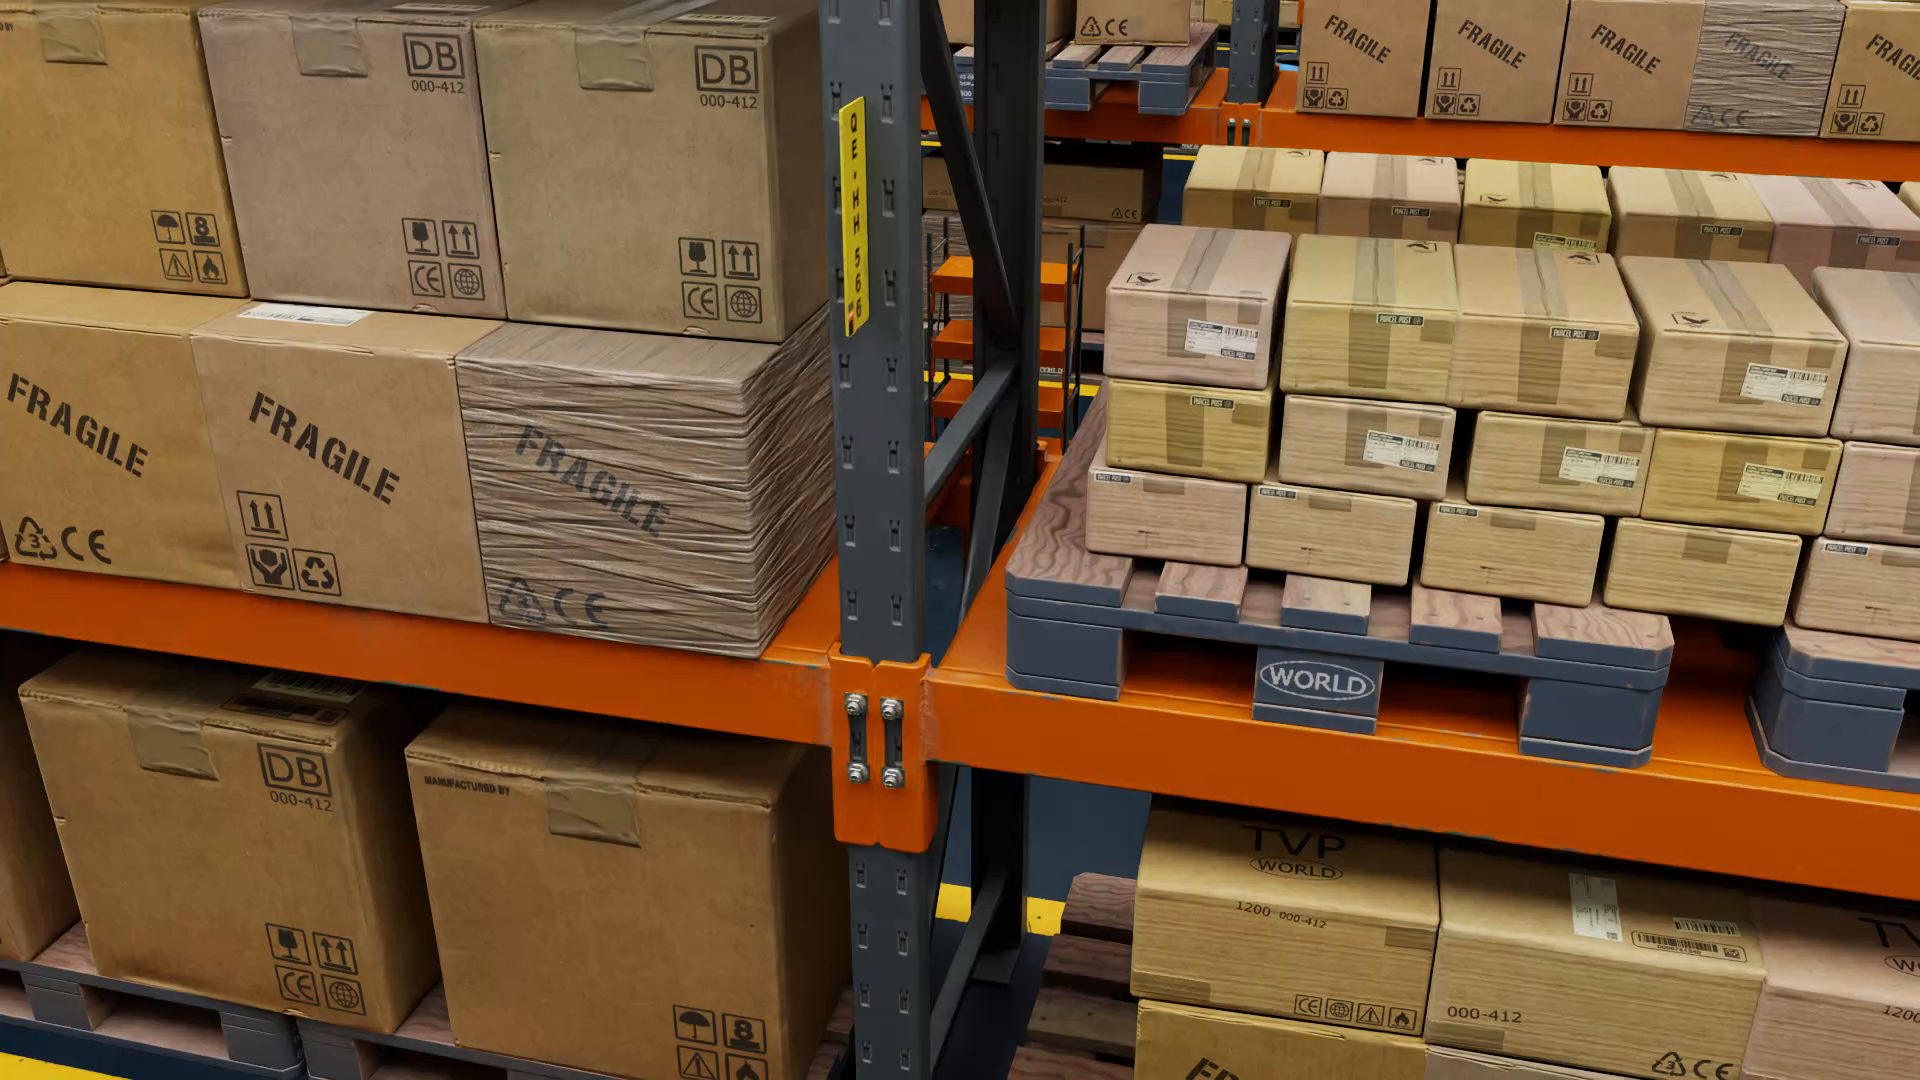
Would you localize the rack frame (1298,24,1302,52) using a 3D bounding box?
[{"bbox_3d":[2.551,-4.285,11.760,0.127,3.000,1.000,6,26,13],"label":"rack frame"}]

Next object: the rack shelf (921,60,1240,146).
[{"bbox_3d":[-0.619,-2.112,8.033,4.000,0.370,1.077,6,26,13],"label":"rack shelf"}]

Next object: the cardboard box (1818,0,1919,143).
[{"bbox_3d":[3.686,-1.885,6.603,0.500,0.500,0.500,6,26,12],"label":"cardboard box"}]

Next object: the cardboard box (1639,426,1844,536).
[{"bbox_3d":[1.170,-0.161,2.557,0.250,0.149,0.380,6,26,13],"label":"cardboard box"}]

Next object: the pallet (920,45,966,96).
[{"bbox_3d":[-0.609,-2.331,7.880,1.213,0.211,1.003,6,26,13],"label":"pallet"}]

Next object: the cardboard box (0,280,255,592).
[{"bbox_3d":[-1.485,-0.258,3.185,0.500,0.500,0.500,6,26,12],"label":"cardboard box"}]

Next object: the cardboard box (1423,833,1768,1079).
[{"bbox_3d":[1.083,0.661,2.920,0.500,0.250,0.500,6,26,12],"label":"cardboard box"}]

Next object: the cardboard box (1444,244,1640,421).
[{"bbox_3d":[0.881,-0.327,2.560,0.250,0.149,0.380,6,26,13],"label":"cardboard box"}]

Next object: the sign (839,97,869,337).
[{"bbox_3d":[-0.150,-0.460,2.380,0.005,0.325,0.100,6,26,13],"label":"sign"}]

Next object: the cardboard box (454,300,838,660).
[{"bbox_3d":[-0.518,-0.150,2.960,0.500,0.500,0.500,6,26,13],"label":"cardboard box"}]

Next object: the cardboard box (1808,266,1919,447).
[{"bbox_3d":[1.400,-0.271,2.441,0.250,0.149,0.380,8,26,15],"label":"cardboard box"}]

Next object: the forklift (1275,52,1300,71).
[{"bbox_3d":[3.066,-3.397,9.976,3.031,2.935,1.130,-23,34,-39],"label":"forklift"}]

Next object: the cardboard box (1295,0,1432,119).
[{"bbox_3d":[1.721,-2.102,7.060,0.500,0.500,0.500,7,26,15],"label":"cardboard box"}]

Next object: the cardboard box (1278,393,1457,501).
[{"bbox_3d":[0.666,-0.216,2.671,0.250,0.149,0.380,8,26,15],"label":"cardboard box"}]

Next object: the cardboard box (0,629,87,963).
[{"bbox_3d":[-2.332,0.363,4.126,0.750,0.750,1.050,6,26,13],"label":"cardboard box"}]

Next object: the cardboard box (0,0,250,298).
[{"bbox_3d":[-1.435,-0.825,3.214,0.500,0.500,0.700,6,26,12],"label":"cardboard box"}]

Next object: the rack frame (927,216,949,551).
[{"bbox_3d":[-0.076,-0.550,6.010,0.015,1.200,0.240,6,26,13],"label":"rack frame"}]

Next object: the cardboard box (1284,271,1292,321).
[{"bbox_3d":[0.577,-0.516,3.301,0.250,0.149,0.380,7,26,14],"label":"cardboard box"}]

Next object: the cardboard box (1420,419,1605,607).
[{"bbox_3d":[0.889,-0.055,2.680,0.250,0.149,0.380,8,27,16],"label":"cardboard box"}]

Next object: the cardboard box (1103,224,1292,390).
[{"bbox_3d":[0.388,-0.383,2.676,0.250,0.149,0.380,6,26,13],"label":"cardboard box"}]

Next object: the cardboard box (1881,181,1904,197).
[{"bbox_3d":[3.701,-1.180,7.223,0.875,0.875,1.225,5,26,11],"label":"cardboard box"}]

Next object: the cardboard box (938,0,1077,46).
[{"bbox_3d":[0.219,-2.517,7.442,0.500,0.500,0.700,10,27,21],"label":"cardboard box"}]

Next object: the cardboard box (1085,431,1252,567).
[{"bbox_3d":[0.368,-0.113,2.801,0.250,0.149,0.380,6,26,12],"label":"cardboard box"}]

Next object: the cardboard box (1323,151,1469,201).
[{"bbox_3d":[1.981,-1.370,7.622,0.875,0.875,1.225,5,26,11],"label":"cardboard box"}]

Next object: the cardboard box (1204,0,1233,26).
[{"bbox_3d":[2.718,-5.303,16.609,0.500,0.250,0.500,6,26,12],"label":"cardboard box"}]

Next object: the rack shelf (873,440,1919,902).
[{"bbox_3d":[1.922,0.370,2.819,4.000,0.370,1.077,6,26,13],"label":"rack shelf"}]

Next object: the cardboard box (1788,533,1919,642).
[{"bbox_3d":[1.409,0.000,2.563,0.250,0.149,0.380,7,26,15],"label":"cardboard box"}]

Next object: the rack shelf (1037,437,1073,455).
[{"bbox_3d":[0.160,-0.284,6.069,0.480,0.148,0.258,6,26,13],"label":"rack shelf"}]

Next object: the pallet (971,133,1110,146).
[{"bbox_3d":[0.633,-3.256,12.844,1.213,0.211,1.003,6,26,13],"label":"pallet"}]

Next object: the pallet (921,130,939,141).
[{"bbox_3d":[-0.552,-3.386,13.116,1.213,0.211,1.003,6,26,13],"label":"pallet"}]

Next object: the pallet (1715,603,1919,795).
[{"bbox_3d":[1.912,0.113,2.746,1.213,0.211,1.003,6,26,13],"label":"pallet"}]

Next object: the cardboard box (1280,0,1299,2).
[{"bbox_3d":[3.220,-5.501,16.373,0.500,0.311,0.500,7,26,14],"label":"cardboard box"}]

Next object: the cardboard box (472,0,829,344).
[{"bbox_3d":[-0.448,-0.717,2.988,0.500,0.500,0.700,6,26,13],"label":"cardboard box"}]

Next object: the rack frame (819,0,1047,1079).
[{"bbox_3d":[-0.015,-0.169,3.115,0.127,3.000,1.000,6,26,13],"label":"rack frame"}]

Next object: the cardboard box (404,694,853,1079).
[{"bbox_3d":[-0.583,0.555,3.723,0.750,0.750,1.050,6,26,12],"label":"cardboard box"}]

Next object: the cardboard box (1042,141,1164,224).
[{"bbox_3d":[0.662,-1.691,7.835,0.500,0.250,0.500,7,26,15],"label":"cardboard box"}]

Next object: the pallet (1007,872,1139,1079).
[{"bbox_3d":[0.741,1.175,3.537,1.213,0.211,1.003,6,26,13],"label":"pallet"}]

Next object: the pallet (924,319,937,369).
[{"bbox_3d":[-0.616,-1.179,8.482,1.213,0.211,1.003,6,26,13],"label":"pallet"}]

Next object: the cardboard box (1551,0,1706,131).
[{"bbox_3d":[2.718,-1.995,6.834,0.500,0.500,0.500,6,26,12],"label":"cardboard box"}]

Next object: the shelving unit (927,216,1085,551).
[{"bbox_3d":[0.160,-0.524,5.955,0.503,1.200,0.258,6,26,13],"label":"shelving unit"}]

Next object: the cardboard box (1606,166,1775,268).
[{"bbox_3d":[1.329,-0.569,3.067,0.250,0.149,0.380,7,26,15],"label":"cardboard box"}]

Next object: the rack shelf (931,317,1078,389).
[{"bbox_3d":[0.160,-0.665,5.888,0.480,0.148,0.258,6,26,13],"label":"rack shelf"}]

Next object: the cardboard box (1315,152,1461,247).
[{"bbox_3d":[0.816,-0.624,3.183,0.250,0.149,0.380,6,26,12],"label":"cardboard box"}]

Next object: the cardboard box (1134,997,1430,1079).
[{"bbox_3d":[0.606,0.952,3.180,0.500,0.500,0.500,5,26,11],"label":"cardboard box"}]

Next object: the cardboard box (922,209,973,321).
[{"bbox_3d":[0.124,-1.410,8.119,0.500,0.500,0.700,4,26,9],"label":"cardboard box"}]

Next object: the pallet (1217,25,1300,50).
[{"bbox_3d":[3.001,-5.192,16.909,1.213,0.211,1.003,6,26,13],"label":"pallet"}]

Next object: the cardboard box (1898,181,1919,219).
[{"bbox_3d":[1.825,-0.512,2.948,0.250,0.149,0.380,8,26,16],"label":"cardboard box"}]
